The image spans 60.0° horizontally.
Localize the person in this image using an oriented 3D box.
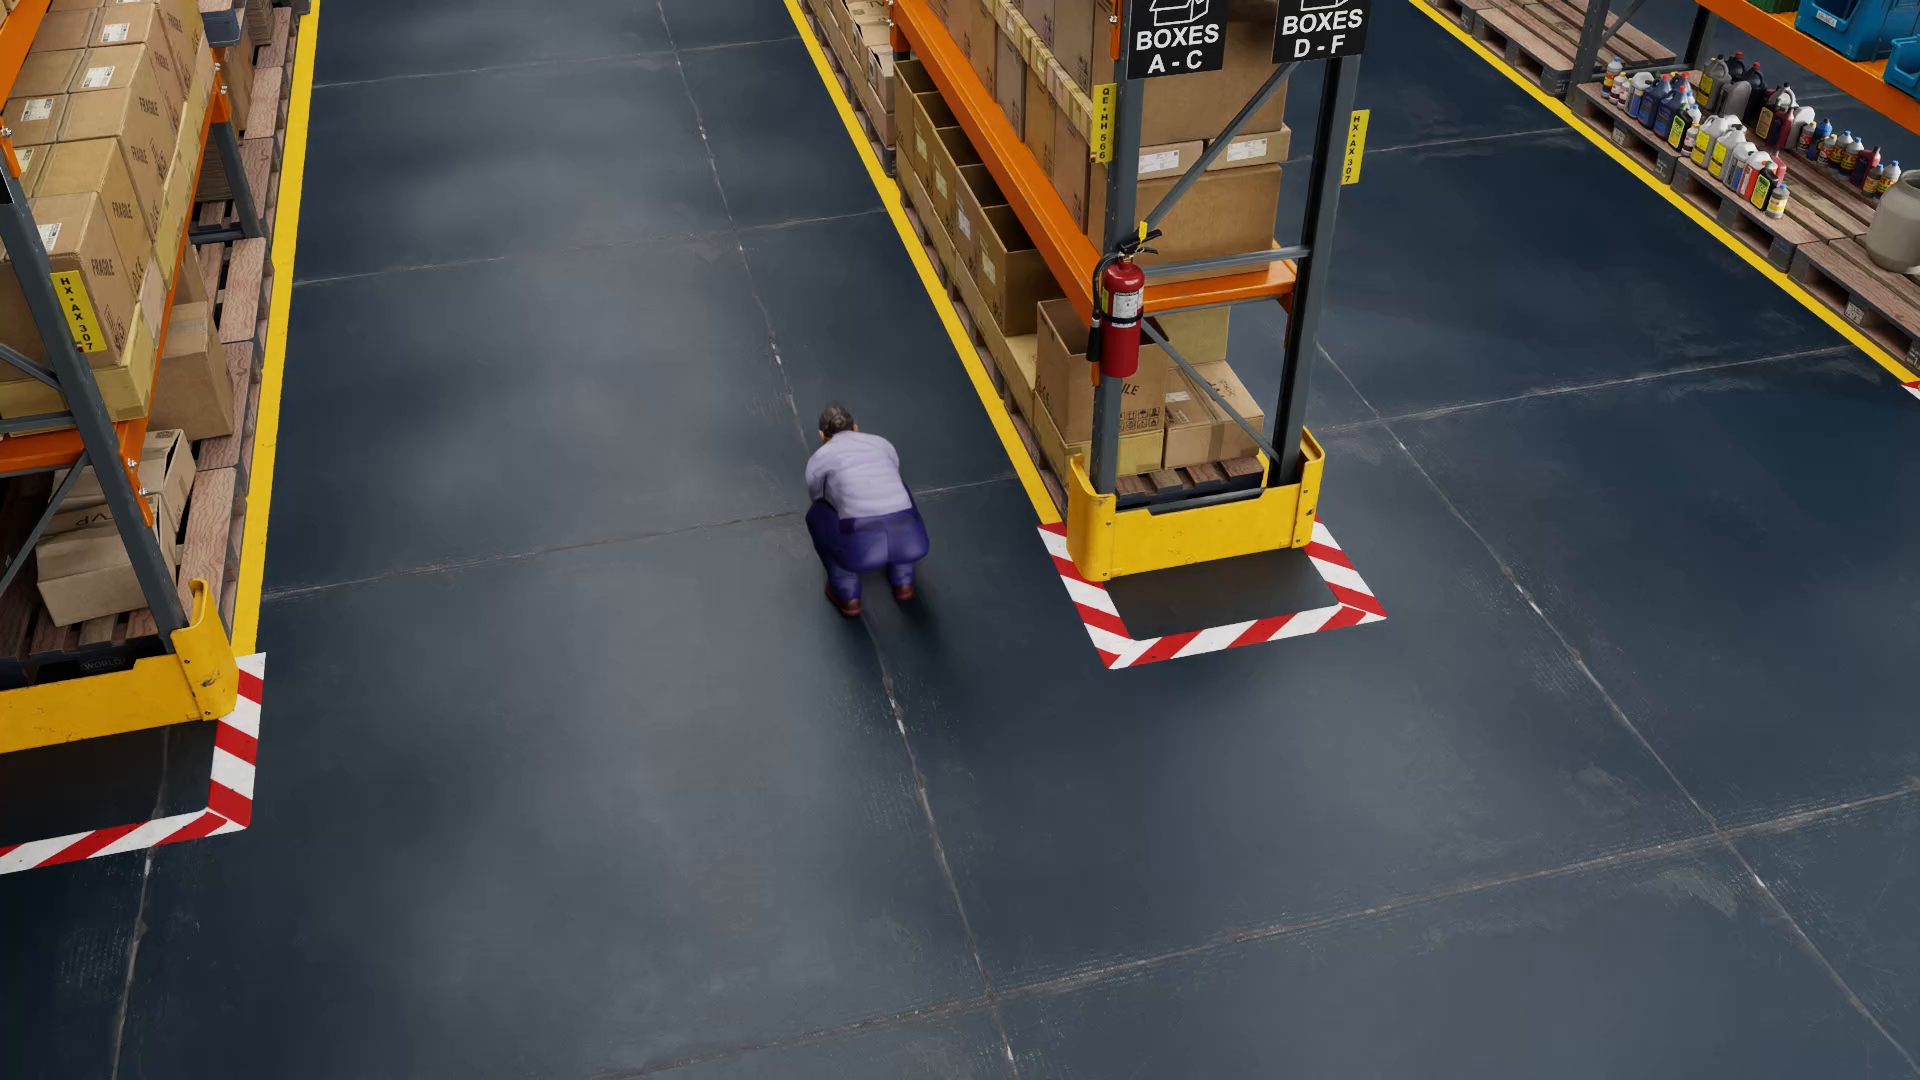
[{"bbox_3d":[-0.446,-0.109,7.629,0.507,0.774,0.870,-10,40,-13],"label":"person"}]
